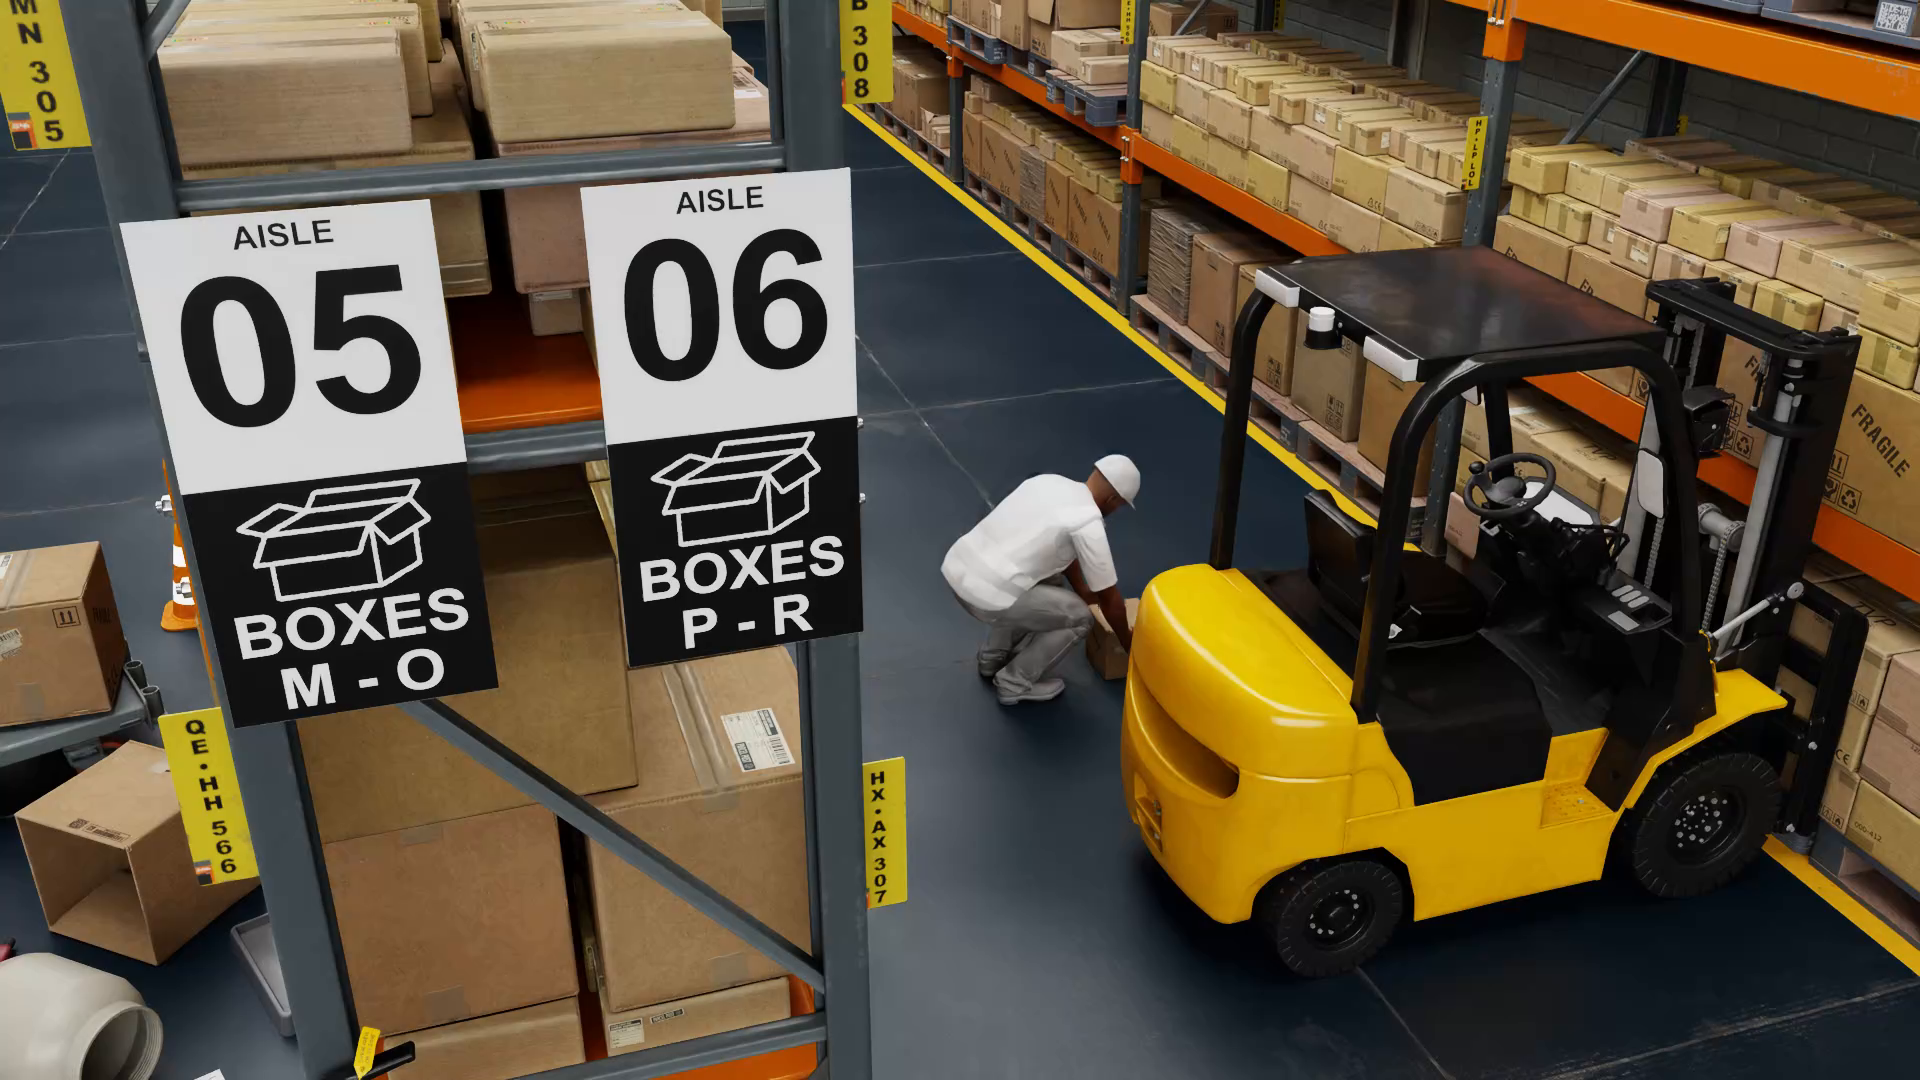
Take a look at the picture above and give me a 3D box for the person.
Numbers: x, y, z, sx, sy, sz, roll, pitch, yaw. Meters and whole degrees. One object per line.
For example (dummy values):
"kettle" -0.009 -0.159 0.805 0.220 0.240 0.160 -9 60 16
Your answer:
"person" 0.359 0.143 7.177 0.894 0.994 0.584 -8 27 -16
